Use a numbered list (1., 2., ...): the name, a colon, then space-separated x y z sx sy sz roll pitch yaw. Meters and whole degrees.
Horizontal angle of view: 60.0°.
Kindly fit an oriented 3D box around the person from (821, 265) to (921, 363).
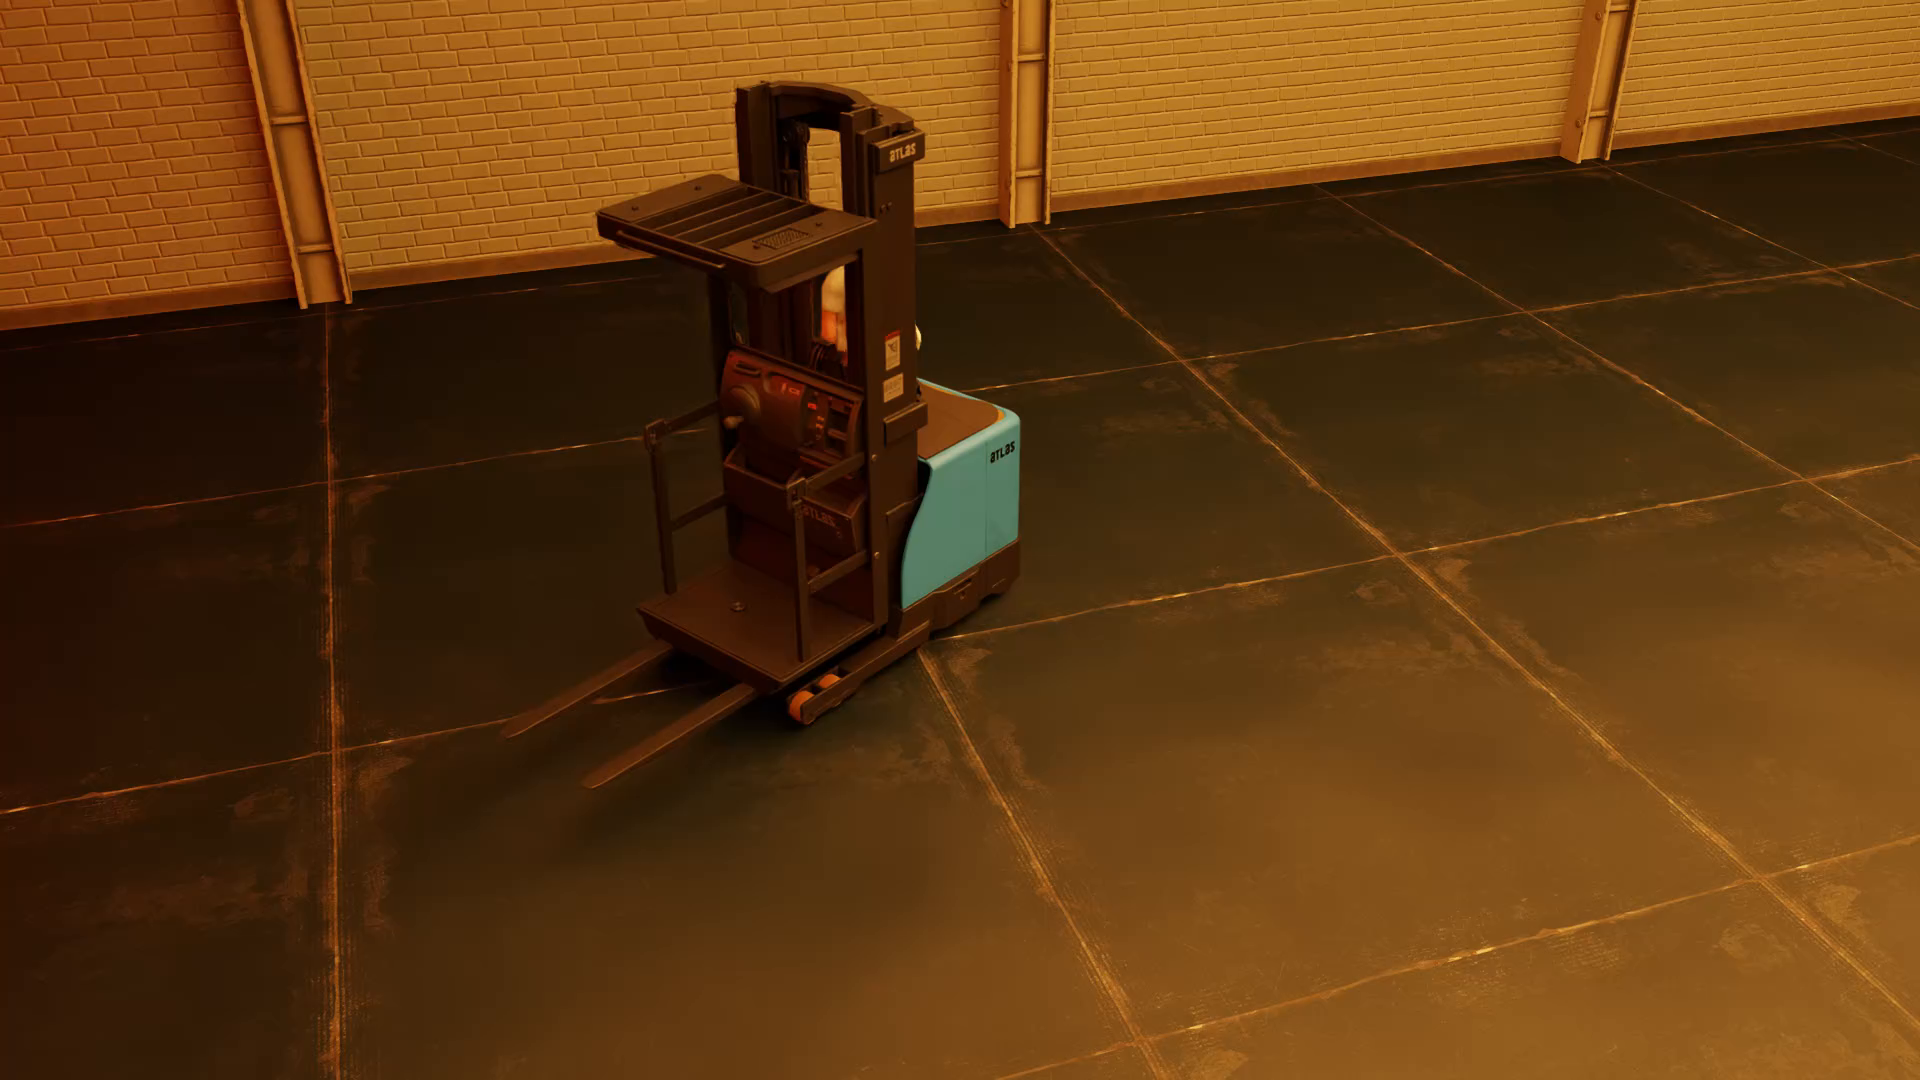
1. person: -0.518 -1.185 10.245 0.472 1.759 0.793 21 36 32

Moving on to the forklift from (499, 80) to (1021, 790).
1. forklift: -0.984 -0.623 8.169 1.130 2.935 3.031 23 37 34
